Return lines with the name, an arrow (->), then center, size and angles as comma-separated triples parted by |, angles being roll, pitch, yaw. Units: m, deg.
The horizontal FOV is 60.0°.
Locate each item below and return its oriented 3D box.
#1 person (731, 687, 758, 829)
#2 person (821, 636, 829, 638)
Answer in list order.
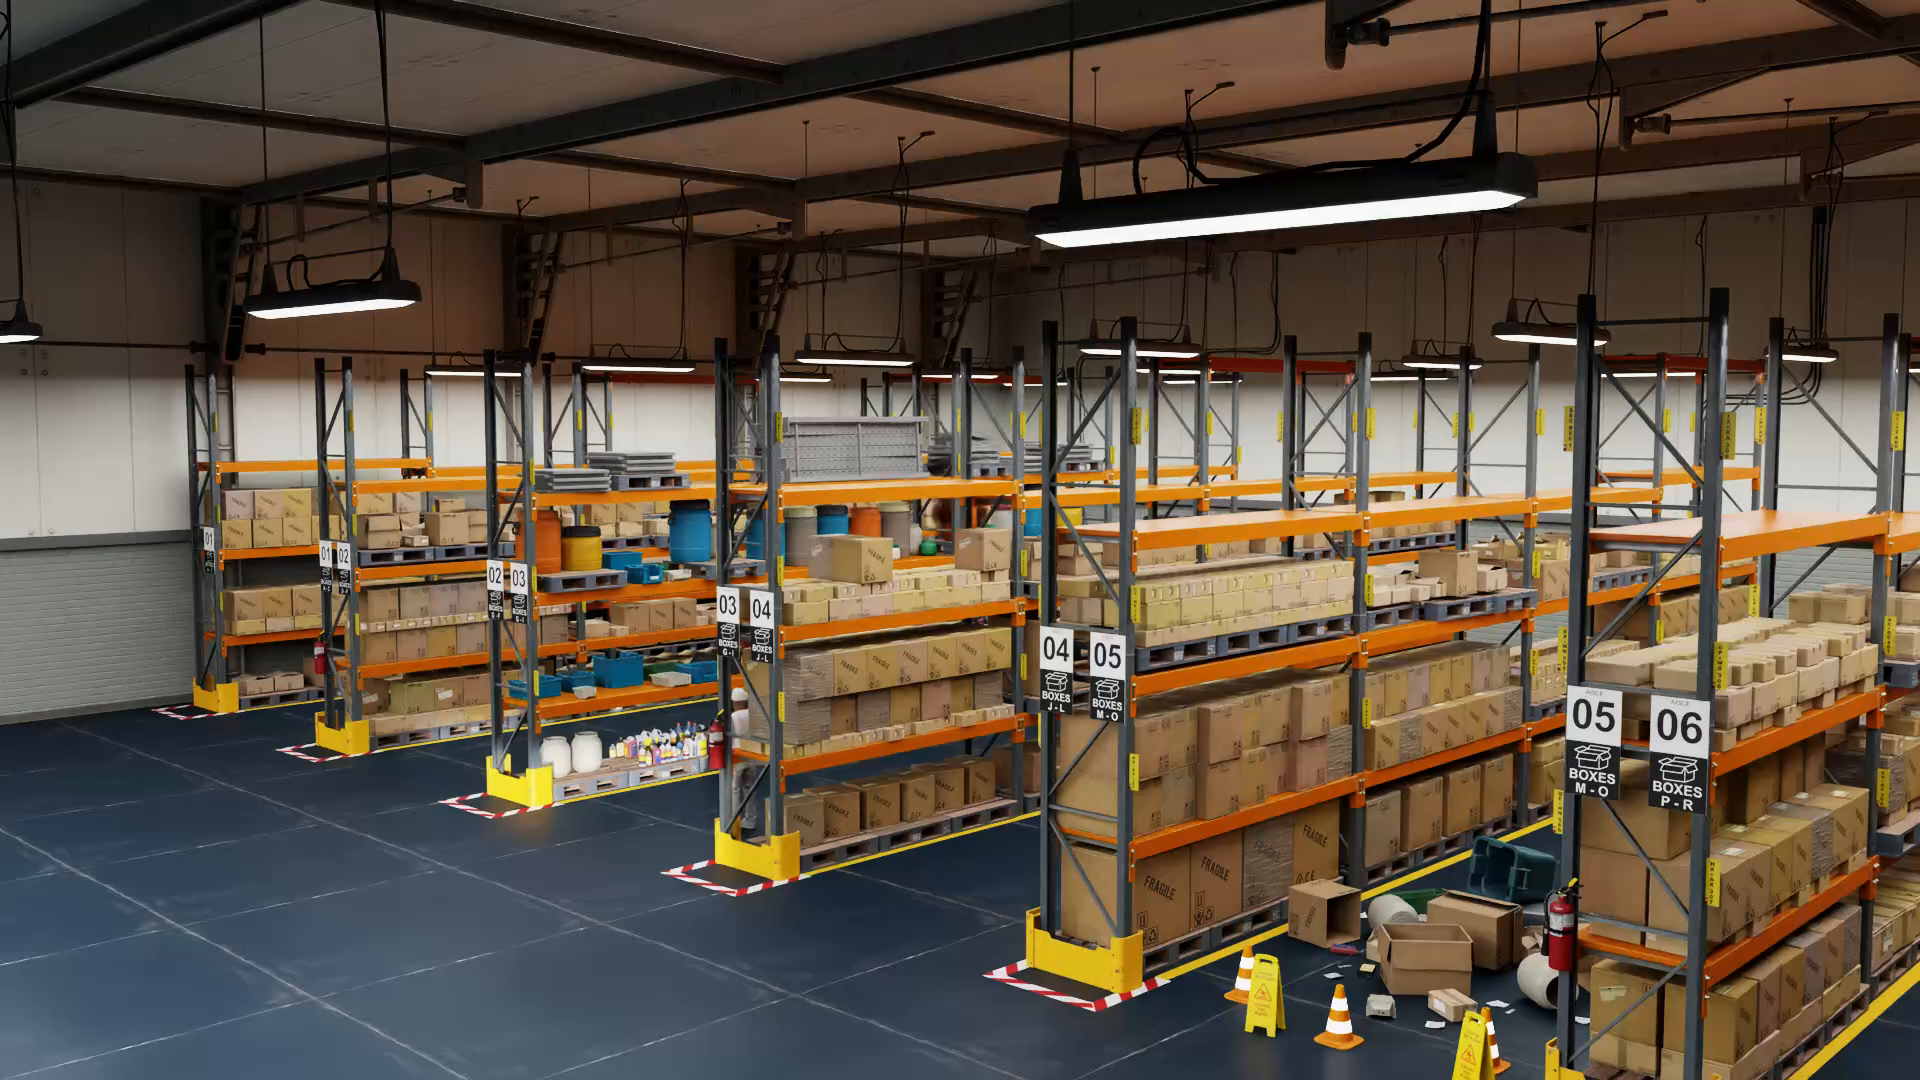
person -> -2.714, 2.698, 20.451 | 0.435, 1.788, 0.643 | 4, 6, 40
person -> -2.173, 2.158, 28.461 | 0.476, 1.705, 0.424 | -2, 5, -19
